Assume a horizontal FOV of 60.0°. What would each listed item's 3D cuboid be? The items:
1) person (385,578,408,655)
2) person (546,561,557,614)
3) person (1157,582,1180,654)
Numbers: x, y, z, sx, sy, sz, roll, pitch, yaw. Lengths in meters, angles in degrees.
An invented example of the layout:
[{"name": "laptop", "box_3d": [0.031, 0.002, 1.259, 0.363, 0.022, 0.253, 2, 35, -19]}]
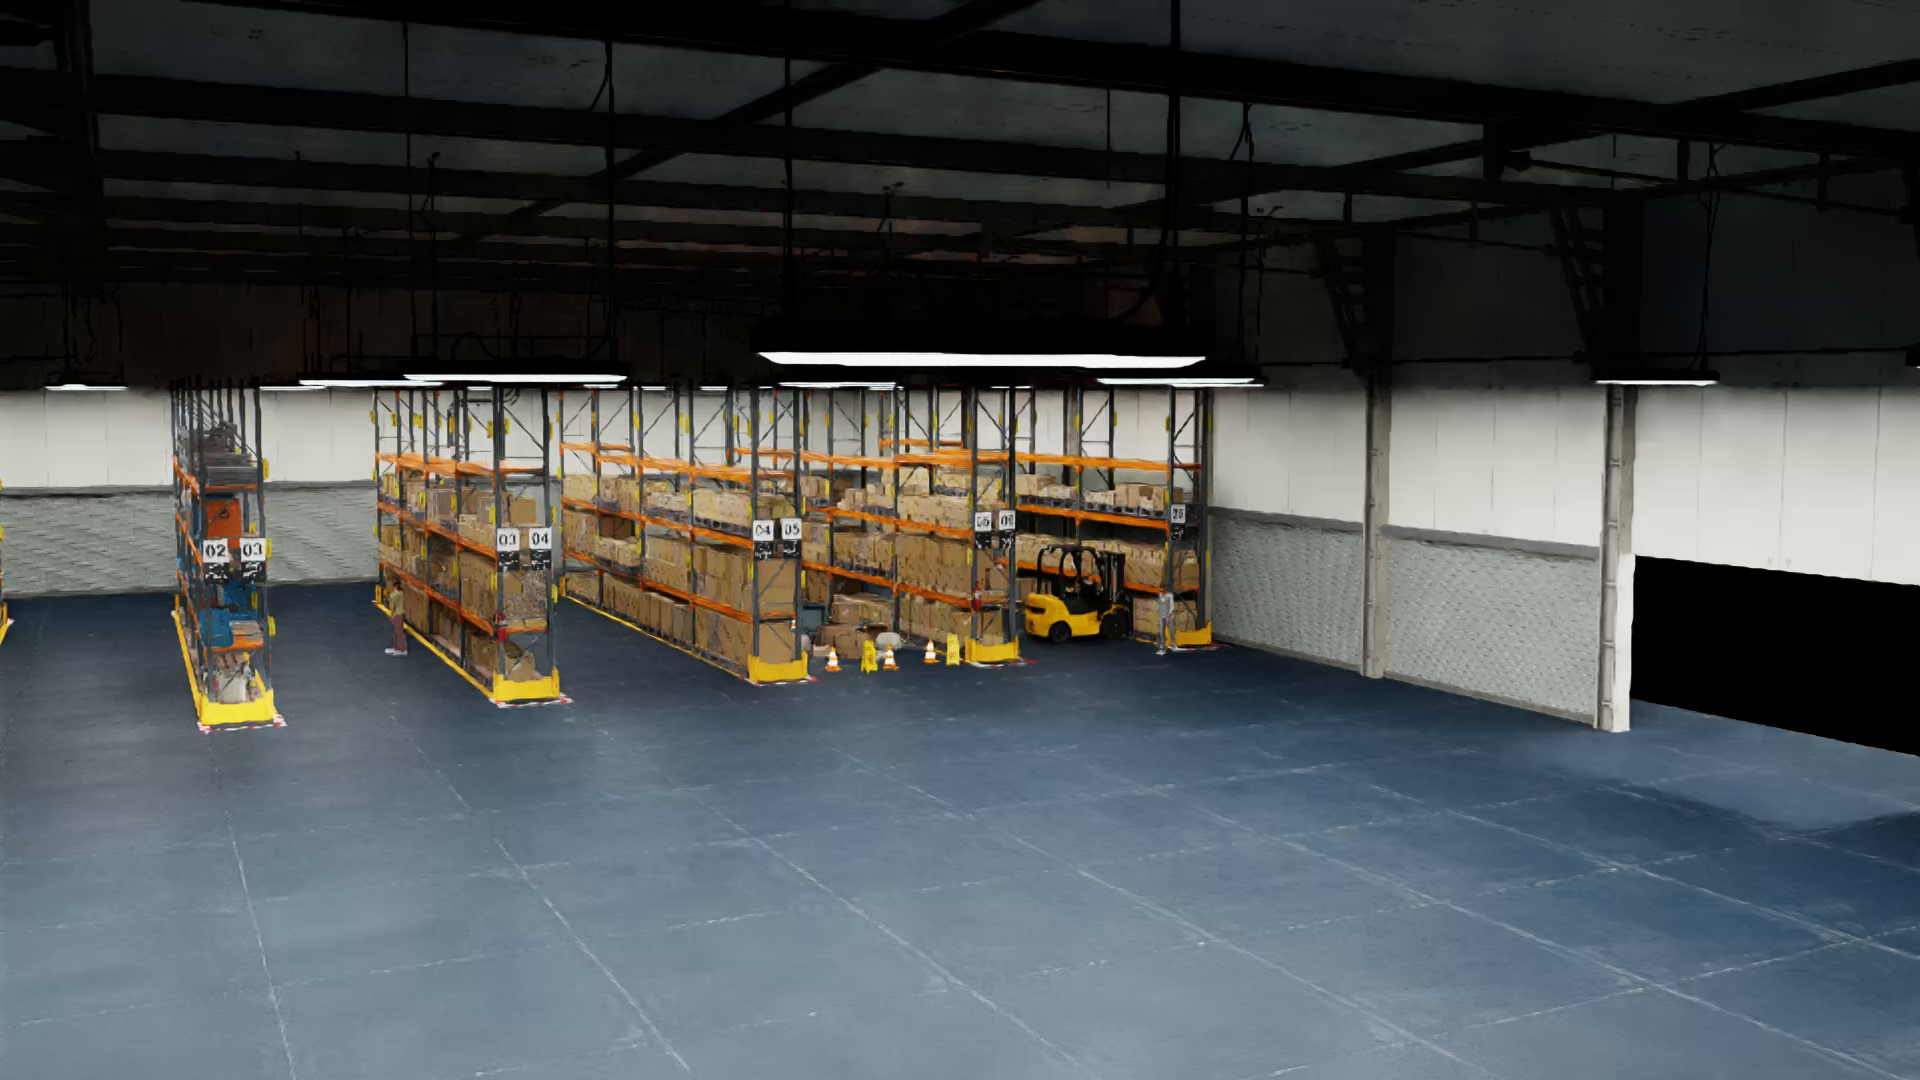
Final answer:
[{"name": "person", "box_3d": [-12.306, 1.655, 36.259, 0.564, 1.659, 0.560, 0, 5, 1]}, {"name": "person", "box_3d": [-10.598, 1.062, 42.843, 0.540, 1.679, 0.451, 3, 6, 34]}, {"name": "person", "box_3d": [4.544, 1.694, 36.457, 0.433, 1.586, 0.638, 4, 6, 35]}]
